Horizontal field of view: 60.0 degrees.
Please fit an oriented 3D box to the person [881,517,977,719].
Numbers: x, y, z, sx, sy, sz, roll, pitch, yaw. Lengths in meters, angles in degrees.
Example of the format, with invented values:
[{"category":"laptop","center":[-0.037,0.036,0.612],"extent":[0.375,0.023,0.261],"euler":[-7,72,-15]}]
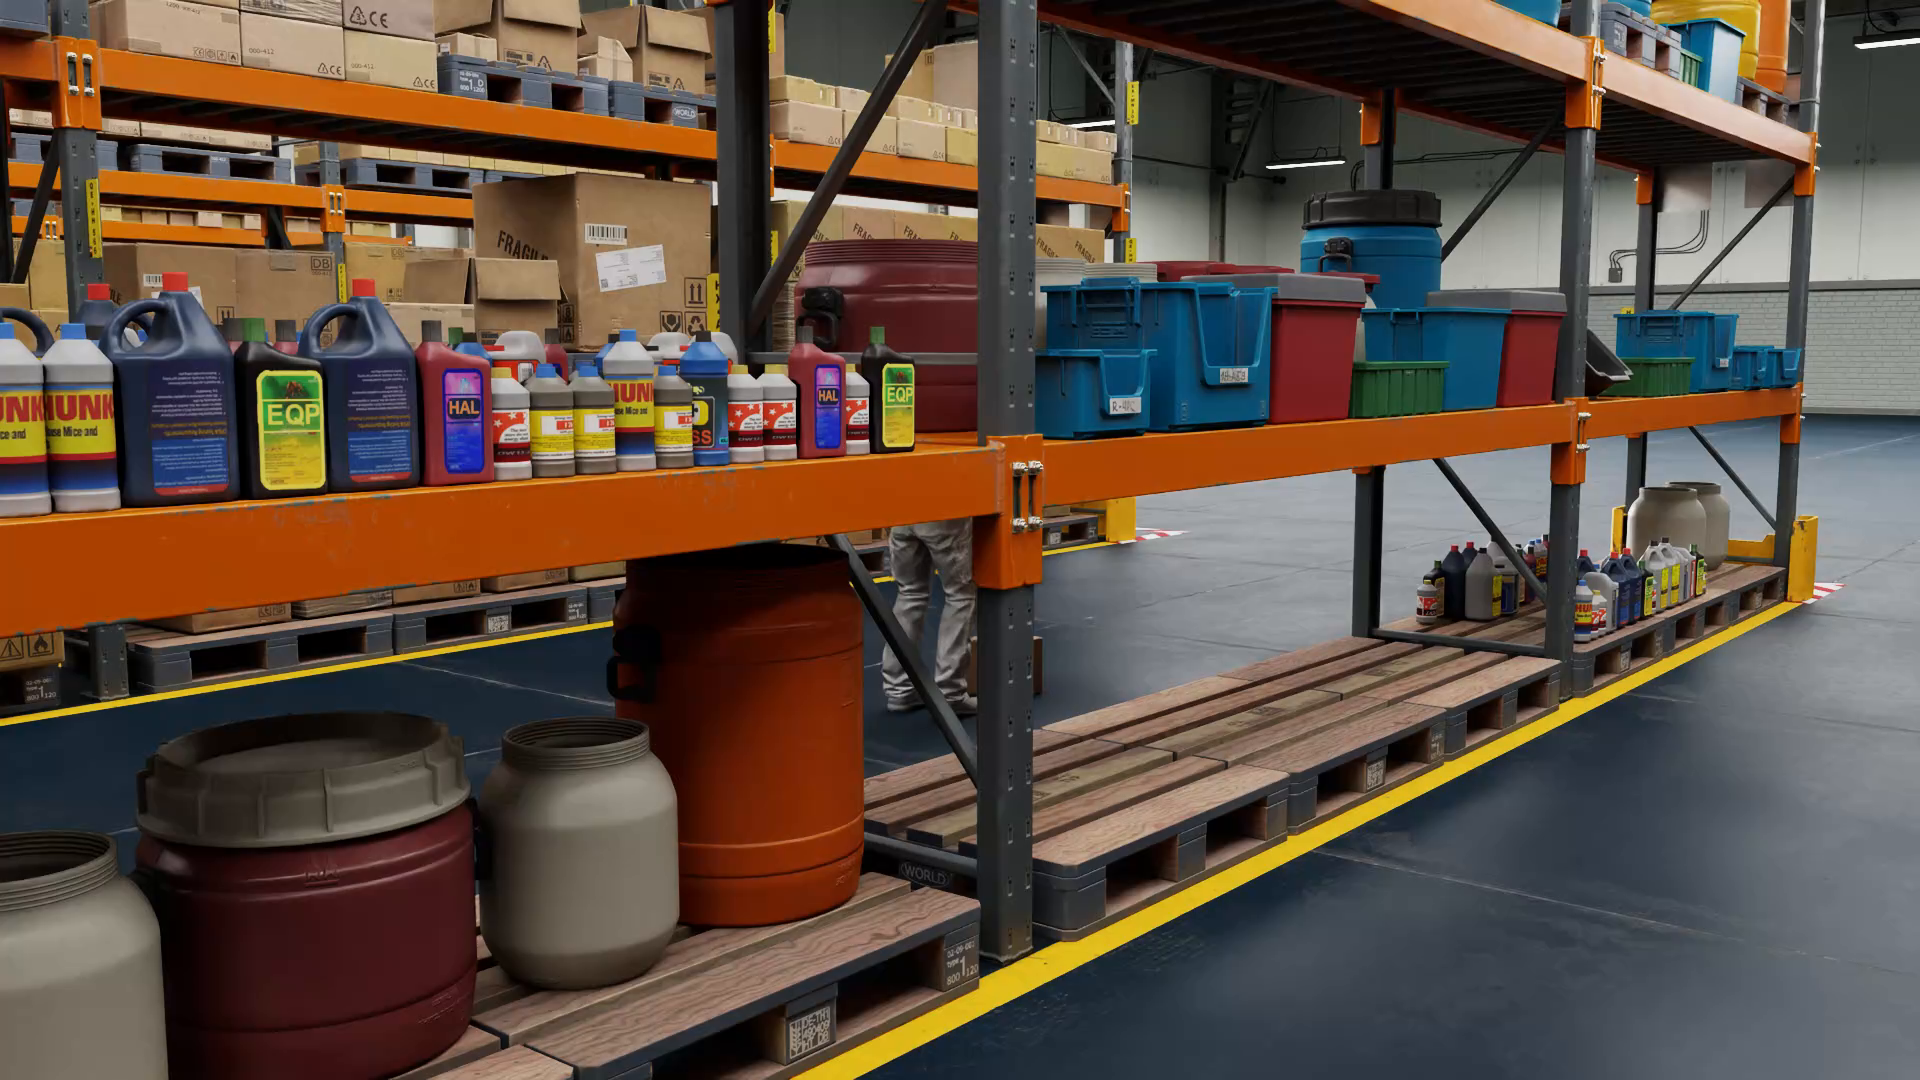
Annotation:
[{"category":"person","center":[-0.132,-0.139,7.009],"extent":[0.566,1.749,0.427],"euler":[6,9,40]}]
